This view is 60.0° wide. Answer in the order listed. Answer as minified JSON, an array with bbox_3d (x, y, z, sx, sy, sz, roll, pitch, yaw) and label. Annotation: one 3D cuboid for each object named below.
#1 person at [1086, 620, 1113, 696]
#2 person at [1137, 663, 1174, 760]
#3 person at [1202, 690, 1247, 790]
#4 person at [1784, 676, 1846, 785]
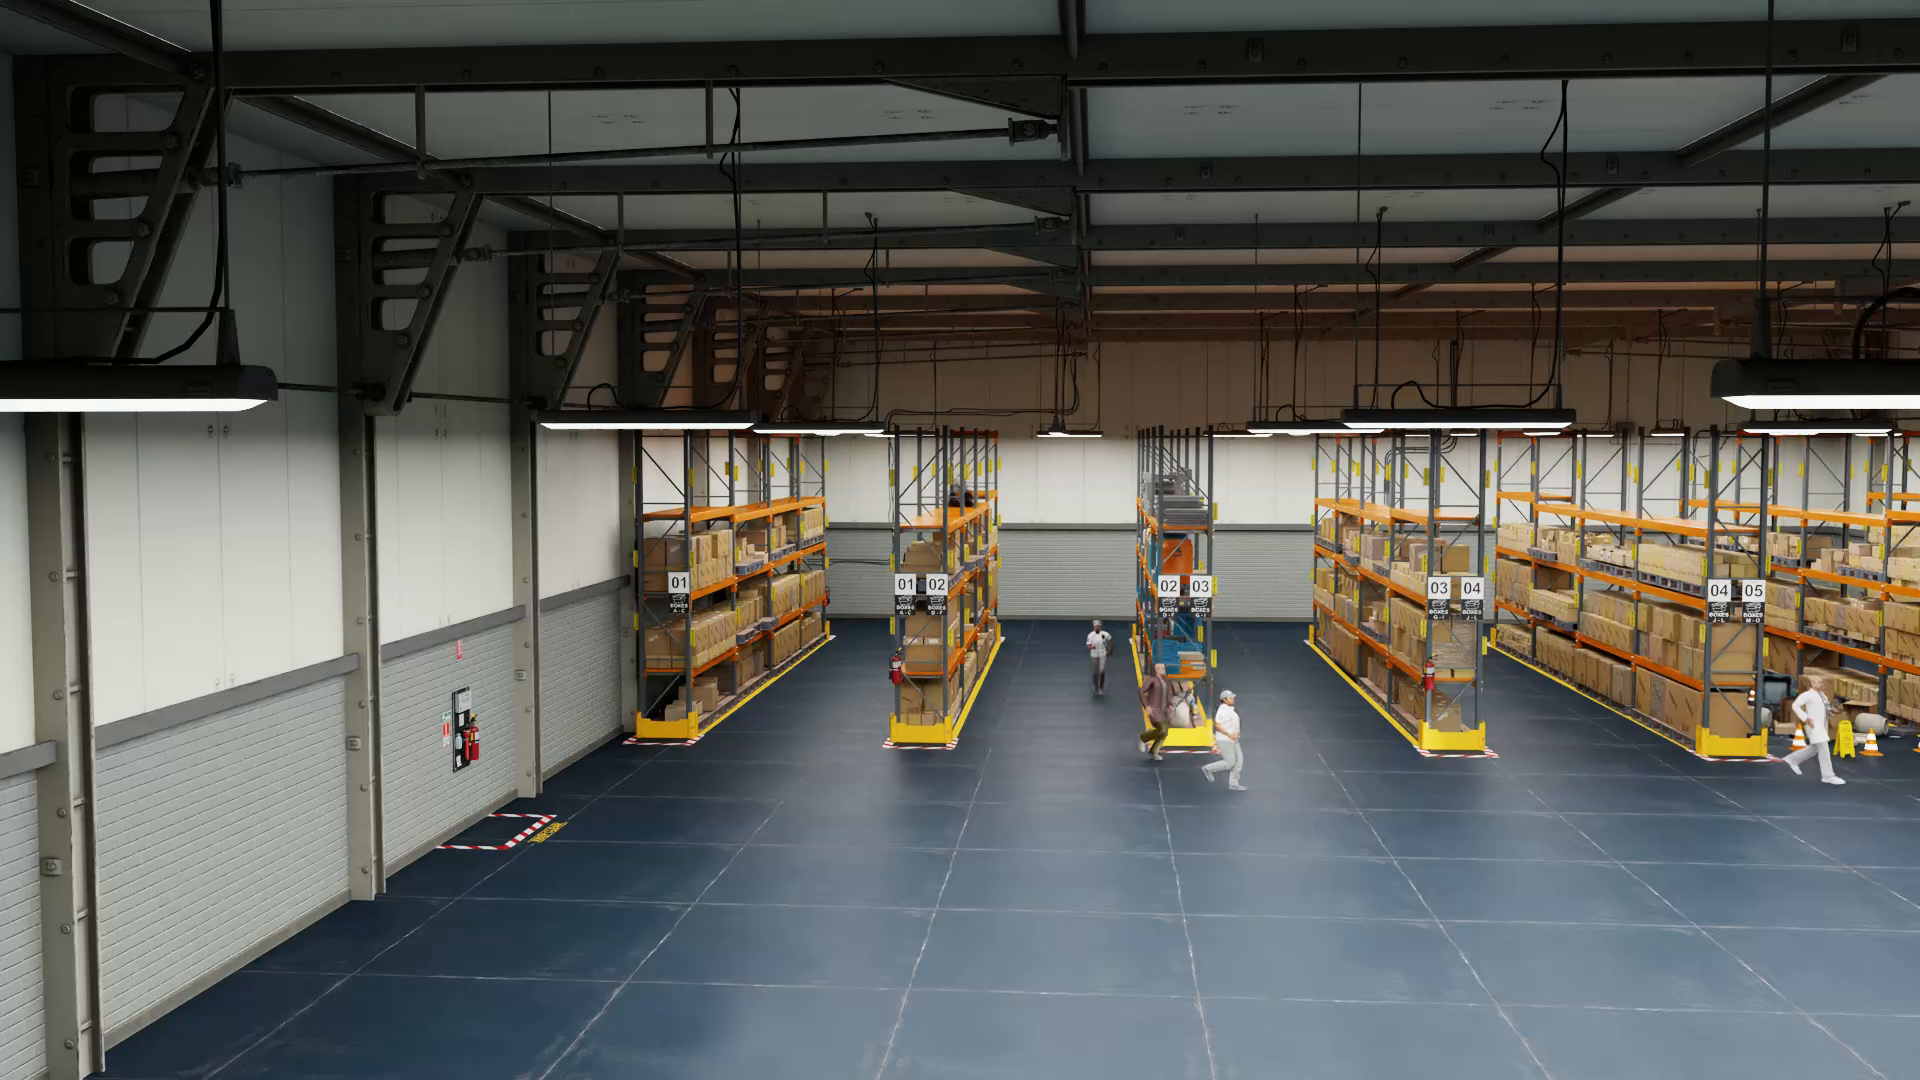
[{"bbox_3d":[3.133,2.634,37.345,0.580,1.709,0.862,1,3,10],"label":"person"},{"bbox_3d":[3.587,3.072,29.912,0.742,1.697,0.550,-3,5,-45],"label":"person"},{"bbox_3d":[4.345,3.268,27.206,0.726,1.628,0.625,2,4,25],"label":"person"},{"bbox_3d":[14.298,3.141,27.799,0.709,1.754,1.057,-3,4,-39],"label":"person"}]
